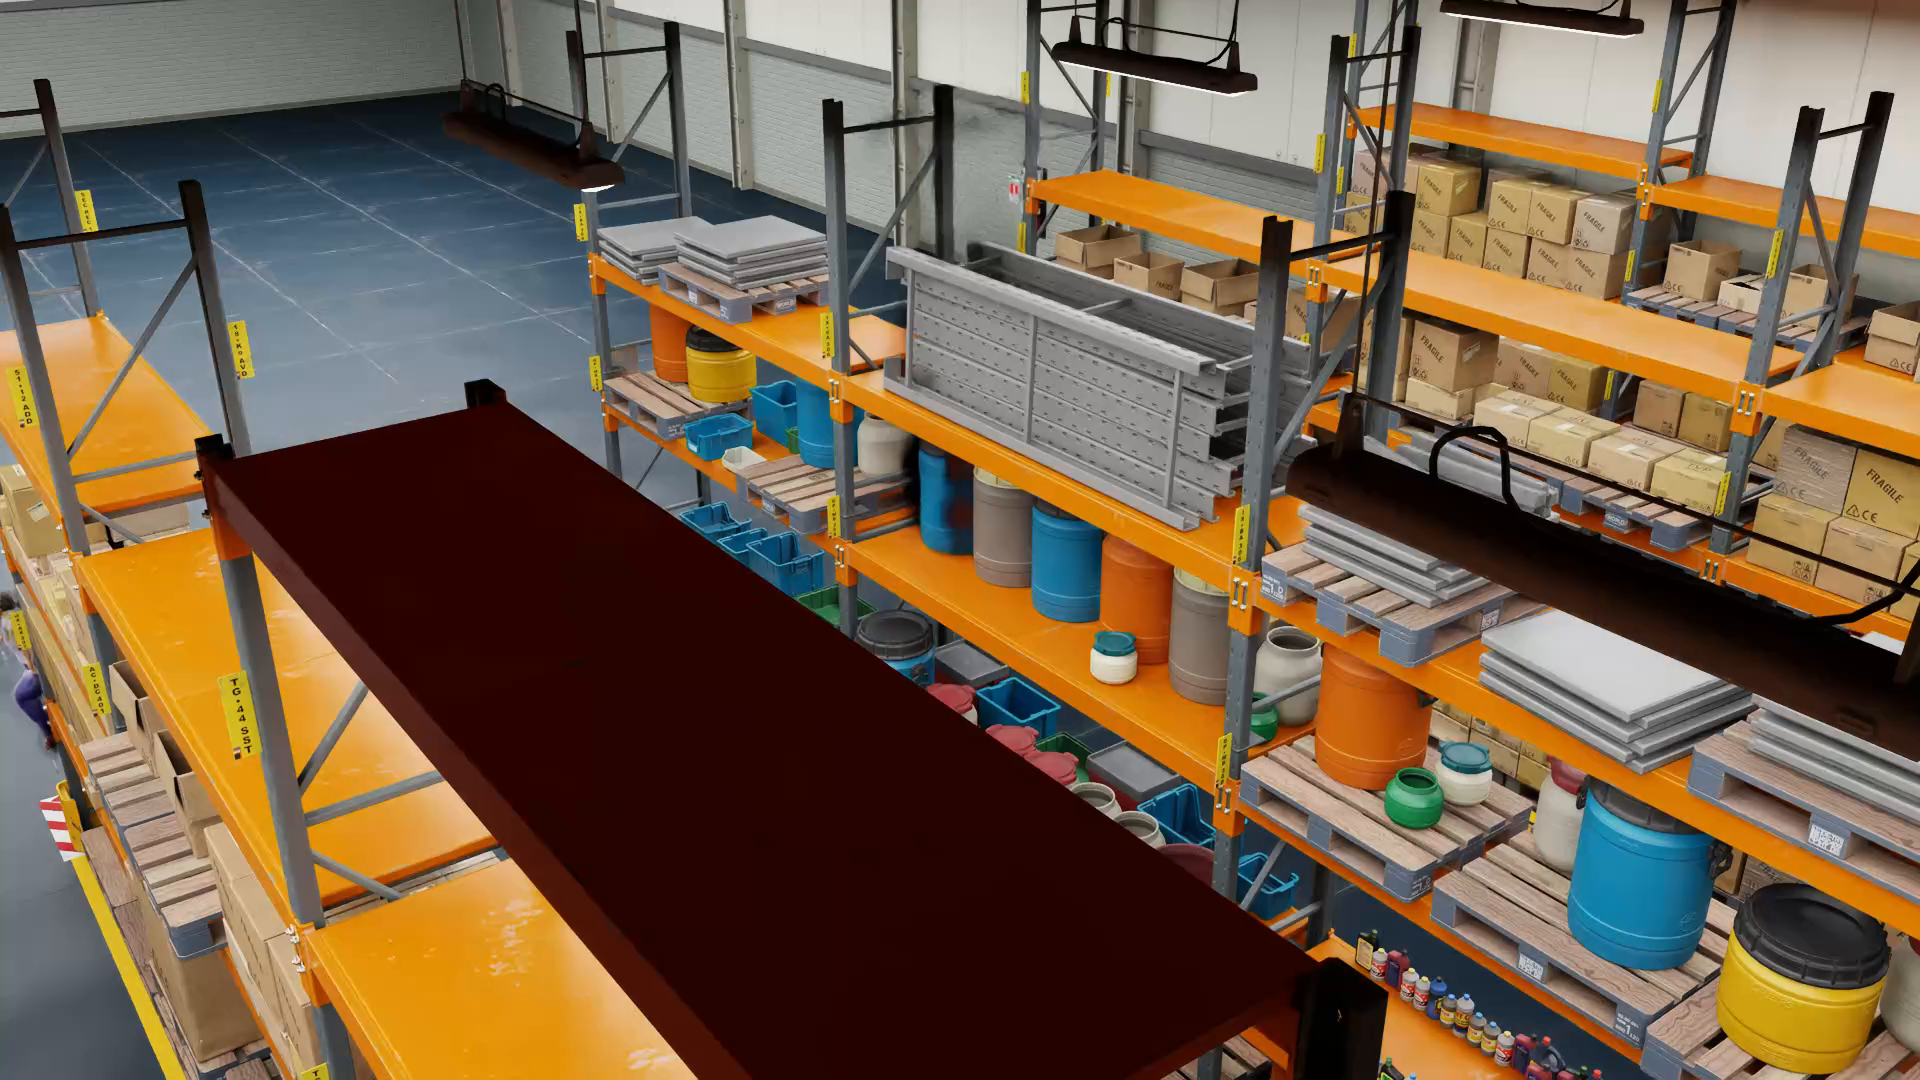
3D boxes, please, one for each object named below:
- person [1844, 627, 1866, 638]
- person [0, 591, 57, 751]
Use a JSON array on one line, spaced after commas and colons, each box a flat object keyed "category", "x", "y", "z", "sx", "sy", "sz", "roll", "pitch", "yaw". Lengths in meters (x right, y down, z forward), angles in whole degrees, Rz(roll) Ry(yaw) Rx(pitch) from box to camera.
[{"category": "person", "x": 7.872, "y": 1.168, "z": 14.488, "sx": 0.681, "sy": 1.683, "sz": 0.597, "roll": -19, "pitch": 31, "yaw": -35}, {"category": "person", "x": -8.000, "y": 1.192, "z": 14.654, "sx": 0.957, "sy": 1.568, "sz": 0.645, "roll": 2, "pitch": 25, "yaw": 3}]
